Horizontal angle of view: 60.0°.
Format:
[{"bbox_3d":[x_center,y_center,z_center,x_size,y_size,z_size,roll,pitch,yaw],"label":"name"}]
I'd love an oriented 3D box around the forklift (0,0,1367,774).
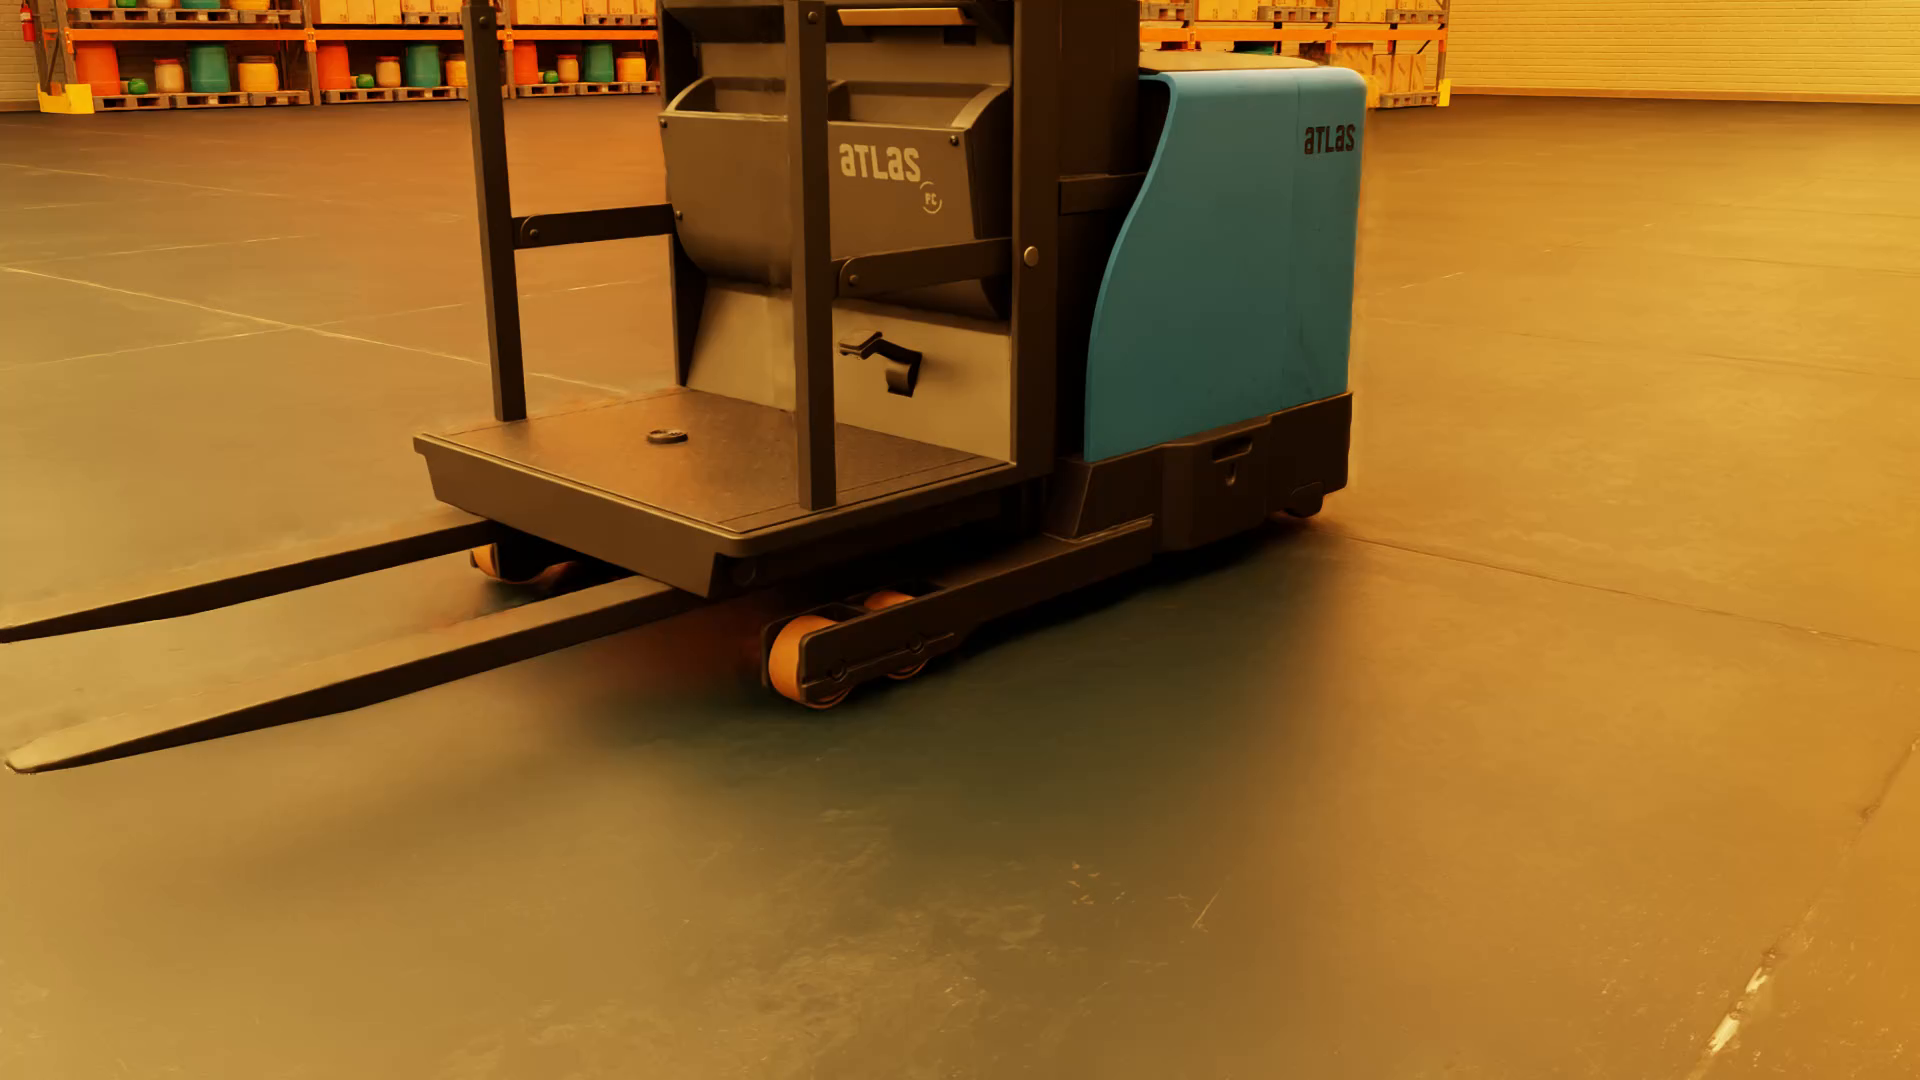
[{"bbox_3d":[-0.419,-1.270,3.079,1.130,2.935,3.031,16,23,42],"label":"forklift"}]
